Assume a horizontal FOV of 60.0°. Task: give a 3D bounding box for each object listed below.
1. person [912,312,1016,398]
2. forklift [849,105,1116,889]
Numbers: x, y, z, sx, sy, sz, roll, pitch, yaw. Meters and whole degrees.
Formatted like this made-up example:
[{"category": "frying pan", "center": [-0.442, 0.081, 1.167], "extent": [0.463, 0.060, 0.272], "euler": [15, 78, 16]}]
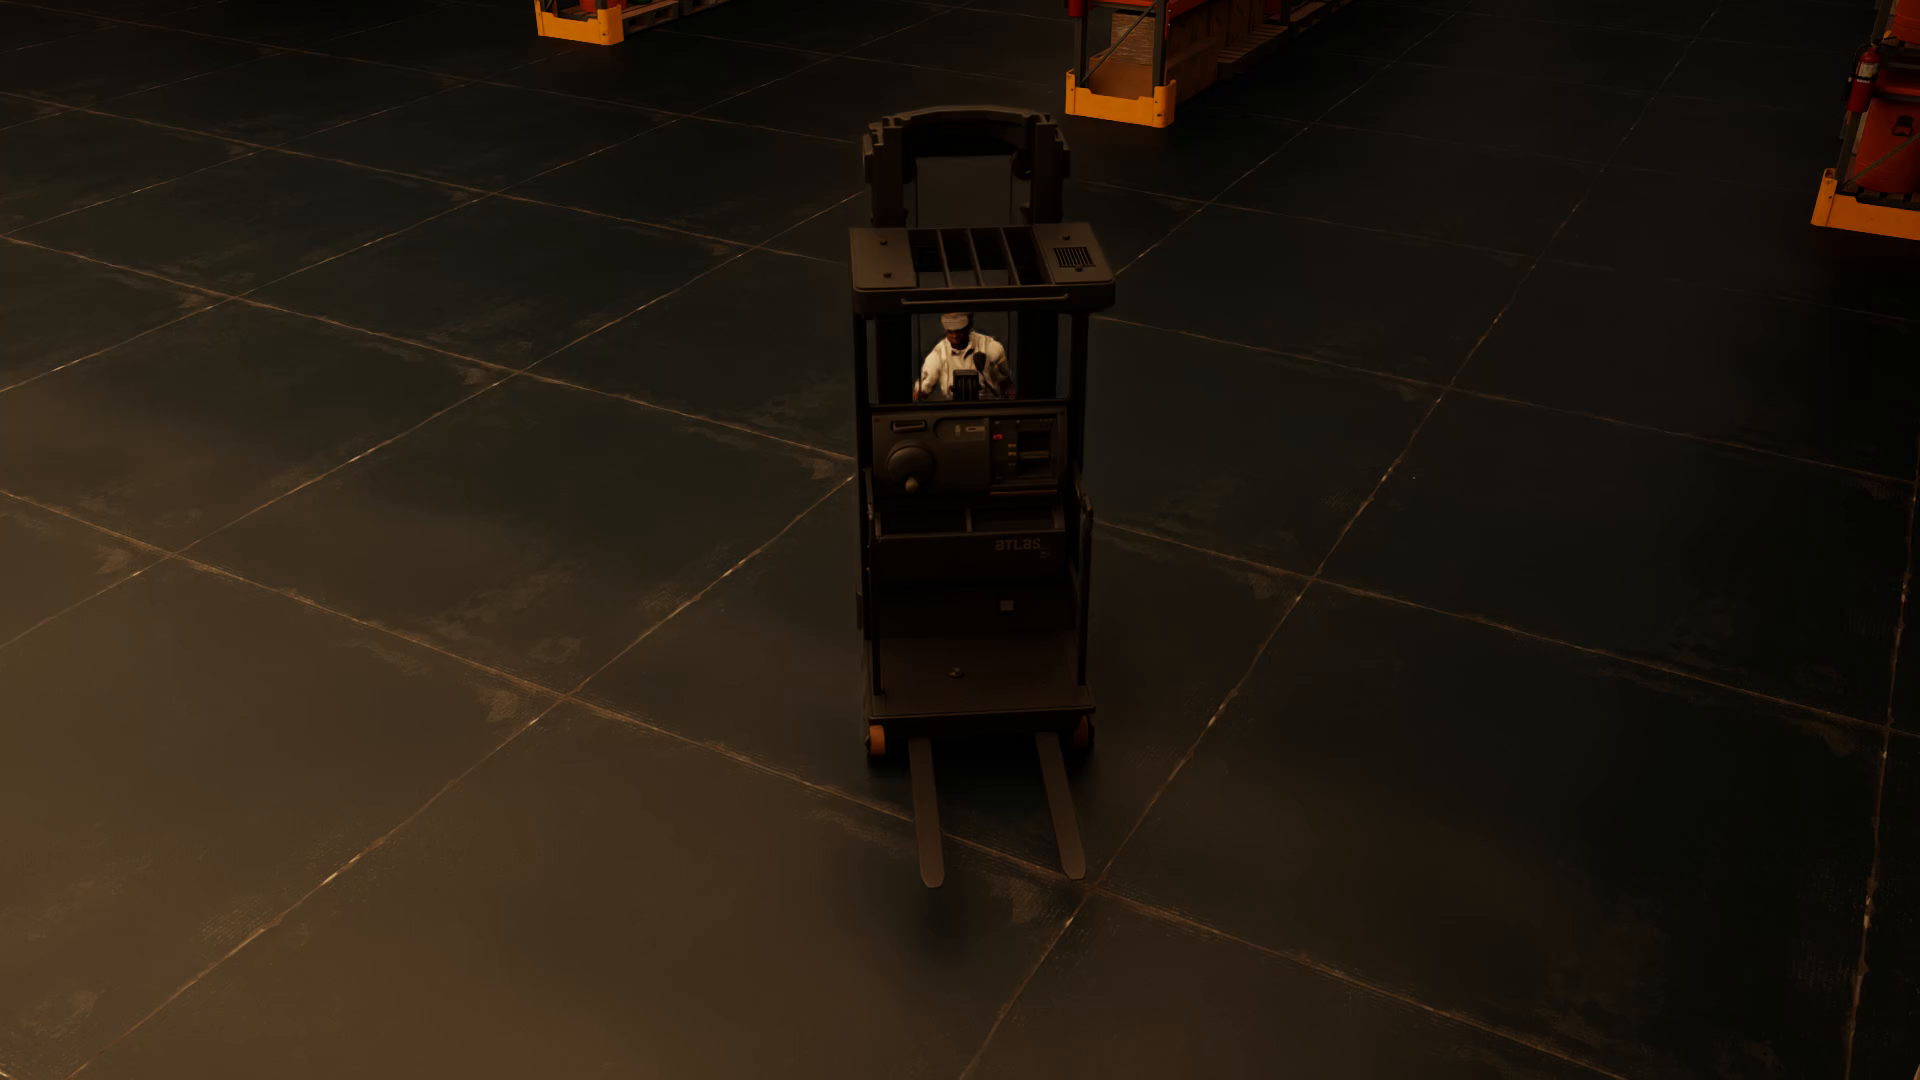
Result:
[{"category": "person", "center": [-0.012, -0.611, 9.477], "extent": [0.732, 1.581, 0.461], "euler": [1, 30, 2]}, {"category": "forklift", "center": [0.070, -0.377, 7.723], "extent": [1.130, 2.935, 3.031], "euler": [-2, 30, -4]}]
